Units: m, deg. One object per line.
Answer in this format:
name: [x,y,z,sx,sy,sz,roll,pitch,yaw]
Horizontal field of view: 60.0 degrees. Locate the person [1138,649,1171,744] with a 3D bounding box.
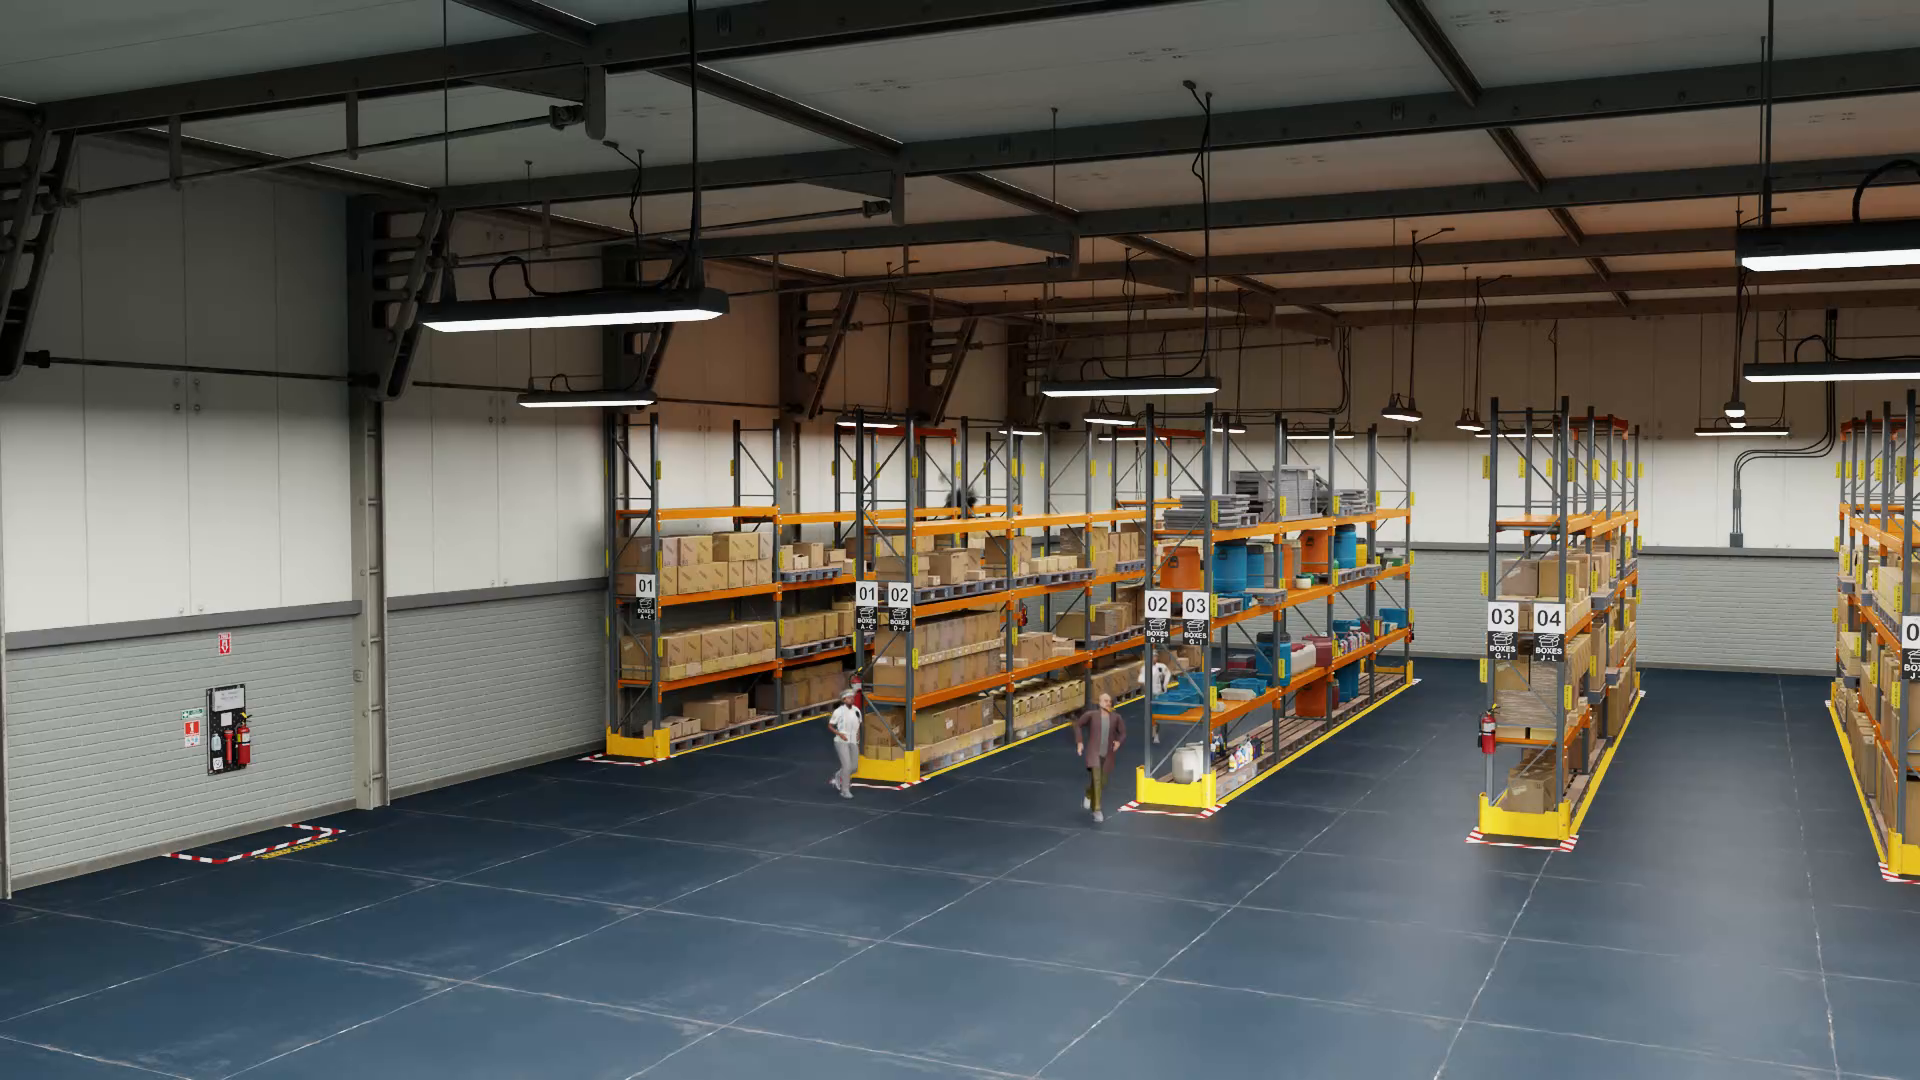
person: [3.583,2.866,30.765,0.557,1.732,0.816,1,3,18]

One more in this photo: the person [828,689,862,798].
person: [-1.760,3.121,25.659,0.592,1.684,0.605,-2,3,-34]

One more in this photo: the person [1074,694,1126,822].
person: [2.054,3.118,24.049,0.748,1.764,0.917,0,2,-11]
